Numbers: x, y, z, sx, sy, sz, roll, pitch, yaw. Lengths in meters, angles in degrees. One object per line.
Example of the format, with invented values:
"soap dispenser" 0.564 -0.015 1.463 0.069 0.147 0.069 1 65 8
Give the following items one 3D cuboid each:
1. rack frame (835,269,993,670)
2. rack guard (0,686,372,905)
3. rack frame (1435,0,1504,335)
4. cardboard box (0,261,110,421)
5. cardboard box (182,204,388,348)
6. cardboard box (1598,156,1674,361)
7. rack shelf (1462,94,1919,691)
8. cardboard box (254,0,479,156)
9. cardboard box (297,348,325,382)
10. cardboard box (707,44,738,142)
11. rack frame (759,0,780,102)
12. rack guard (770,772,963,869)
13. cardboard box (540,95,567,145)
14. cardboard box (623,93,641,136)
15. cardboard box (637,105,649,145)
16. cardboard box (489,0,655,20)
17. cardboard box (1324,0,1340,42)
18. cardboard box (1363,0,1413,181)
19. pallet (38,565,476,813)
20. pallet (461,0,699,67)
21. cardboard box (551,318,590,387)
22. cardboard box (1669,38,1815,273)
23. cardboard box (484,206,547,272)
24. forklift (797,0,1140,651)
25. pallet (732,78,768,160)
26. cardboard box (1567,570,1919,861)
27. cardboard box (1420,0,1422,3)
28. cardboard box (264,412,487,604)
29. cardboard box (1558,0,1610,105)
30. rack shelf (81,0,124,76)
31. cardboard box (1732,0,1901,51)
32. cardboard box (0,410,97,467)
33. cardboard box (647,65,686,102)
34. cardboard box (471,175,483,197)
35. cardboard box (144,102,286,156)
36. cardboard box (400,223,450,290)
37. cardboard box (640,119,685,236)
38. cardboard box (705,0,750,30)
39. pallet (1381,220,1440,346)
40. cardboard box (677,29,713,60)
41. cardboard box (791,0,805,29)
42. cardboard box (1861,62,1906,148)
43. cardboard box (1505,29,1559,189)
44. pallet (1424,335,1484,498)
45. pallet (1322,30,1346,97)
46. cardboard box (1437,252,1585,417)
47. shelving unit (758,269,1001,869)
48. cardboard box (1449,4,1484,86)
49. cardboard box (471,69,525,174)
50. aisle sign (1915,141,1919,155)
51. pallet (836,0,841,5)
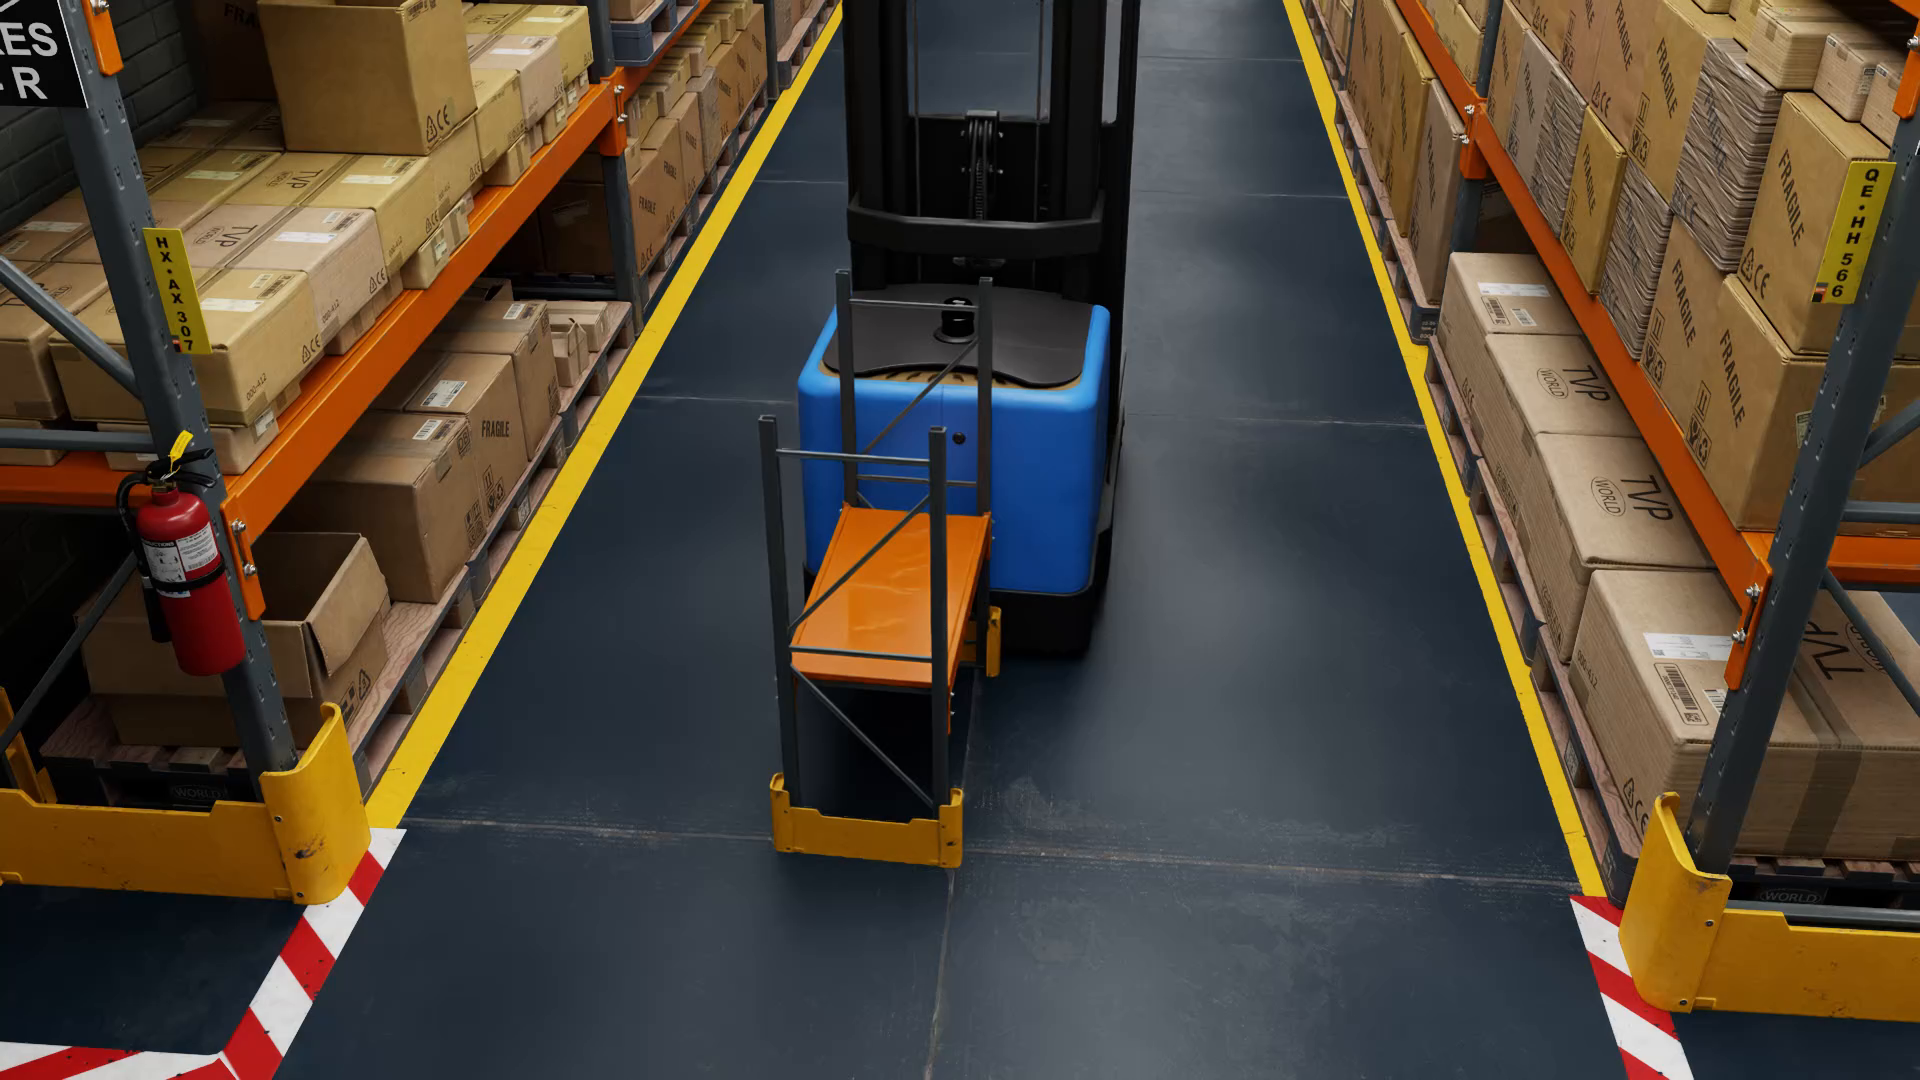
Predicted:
"rack frame" -0.146 -0.197 5.641 0.500 1.500 0.032 4 32 7
"rack guard" -2.439 0.768 5.028 1.175 0.500 0.348 2 32 4
"rack frame" 2.828 -2.138 7.360 1.000 3.000 0.127 2 32 4
"cardboard box" -2.672 -0.571 4.677 0.500 0.250 0.500 3 32 5
"cardboard box" -2.099 -0.809 5.063 0.500 0.250 0.500 3 32 5
"cardboard box" 2.366 -0.884 5.230 0.500 0.500 0.500 3 32 5
"rack shelf" 2.665 -0.786 5.852 1.077 0.370 4.000 2 32 4
"cardboard box" -2.018 -1.649 5.711 0.500 0.500 0.500 3 32 5
"cardboard box" -2.184 -0.584 5.078 0.380 0.149 0.250 2 32 3
"cardboard box" -1.705 -2.789 10.399 0.500 0.500 0.500 4 32 6
"rack frame" -1.794 -4.440 11.095 1.000 3.000 0.127 2 32 4
"rack guard" -0.285 0.862 5.112 0.587 0.250 0.087 4 32 7
"cardboard box" -1.890 -1.790 7.035 0.380 0.149 0.250 3 32 5
"cardboard box" -1.852 -2.180 8.508 0.380 0.149 0.250 1 32 2
"cardboard box" -1.870 -2.198 8.822 0.380 0.149 0.250 1 32 1
"cardboard box" -1.857 -2.813 7.960 0.700 0.500 0.500 3 32 5
"cardboard box" 3.262 -3.971 12.439 0.950 0.372 0.625 2 32 3
"cardboard box" 2.938 -2.680 9.865 0.875 0.875 0.875 3 32 5
"pallet" -2.375 0.474 5.780 1.003 0.211 1.213 2 32 4
"pallet" -1.946 -2.680 8.422 1.003 0.211 1.213 2 32 4
"cardboard box" -1.901 -0.873 7.512 0.396 0.266 0.258 4 32 6
"cardboard box" 2.318 -1.052 4.549 0.500 0.500 0.500 3 32 4
"cardboard box" -2.374 -1.732 8.684 0.500 0.500 0.500 2 32 4
"forklift" 0.146 -1.604 6.559 1.130 2.935 3.031 4 32 7
"pallet" -1.892 -2.864 11.196 1.003 0.211 1.213 2 32 4
"cardboard box" 2.456 0.516 5.095 0.875 0.438 0.875 1 32 2
"cardboard box" 2.754 -3.119 9.095 0.500 0.250 0.500 2 32 4
"cardboard box" -2.192 -0.132 6.088 0.700 0.500 0.500 4 32 6
"cardboard box" 2.448 -1.836 5.823 0.500 0.500 0.500 3 32 5
"rack shelf" -2.282 -2.273 5.406 1.077 0.370 4.000 2 32 4
"cardboard box" 2.327 -1.389 4.479 0.380 0.149 0.250 3 32 5
"cardboard box" -2.686 -0.334 4.673 0.380 0.149 0.250 2 32 3
"cardboard box" -1.781 -2.601 9.475 0.380 0.149 0.250 4 32 6
"cardboard box" -2.064 -1.389 6.384 0.380 0.149 0.250 3 32 5
"cardboard box" -2.541 -1.373 5.978 0.500 0.250 0.500 2 32 4
"cardboard box" -1.990 -0.981 5.723 0.380 0.149 0.250 2 32 3
"cardboard box" -1.822 -1.985 9.094 0.500 0.500 0.500 2 32 3
"cardboard box" -1.573 -3.417 10.800 0.380 0.149 0.250 1 32 1
"pallet" 2.816 -1.358 8.752 1.003 0.211 1.213 2 32 4
"cardboard box" -1.725 -3.015 10.147 0.380 0.149 0.250 2 32 3
"cardboard box" -1.684 -4.275 12.691 0.875 0.625 0.625 3 32 6
"cardboard box" 2.332 -0.987 3.826 0.380 0.149 0.250 3 32 5
"cardboard box" 2.484 -1.684 6.528 0.500 0.500 0.500 3 32 4
"pallet" 2.688 -0.557 7.452 1.003 0.211 1.213 2 32 4
"pallet" 3.219 -3.451 12.149 1.003 0.211 1.213 2 32 4
"cardboard box" 2.670 -0.902 7.397 0.875 0.438 0.875 2 32 3
"shelving unit" -0.217 0.072 5.204 0.587 1.500 1.083 4 32 7
"cardboard box" 2.613 -2.320 7.798 0.500 0.250 0.500 2 32 3
"cardboard box" -1.998 -1.611 6.365 0.500 0.250 0.500 2 32 4
"aisle sign" 2.188 -1.129 3.245 0.394 0.787 0.004 2 32 4
"pallet" -1.489 -4.957 14.593 1.003 0.211 1.213 2 32 4
